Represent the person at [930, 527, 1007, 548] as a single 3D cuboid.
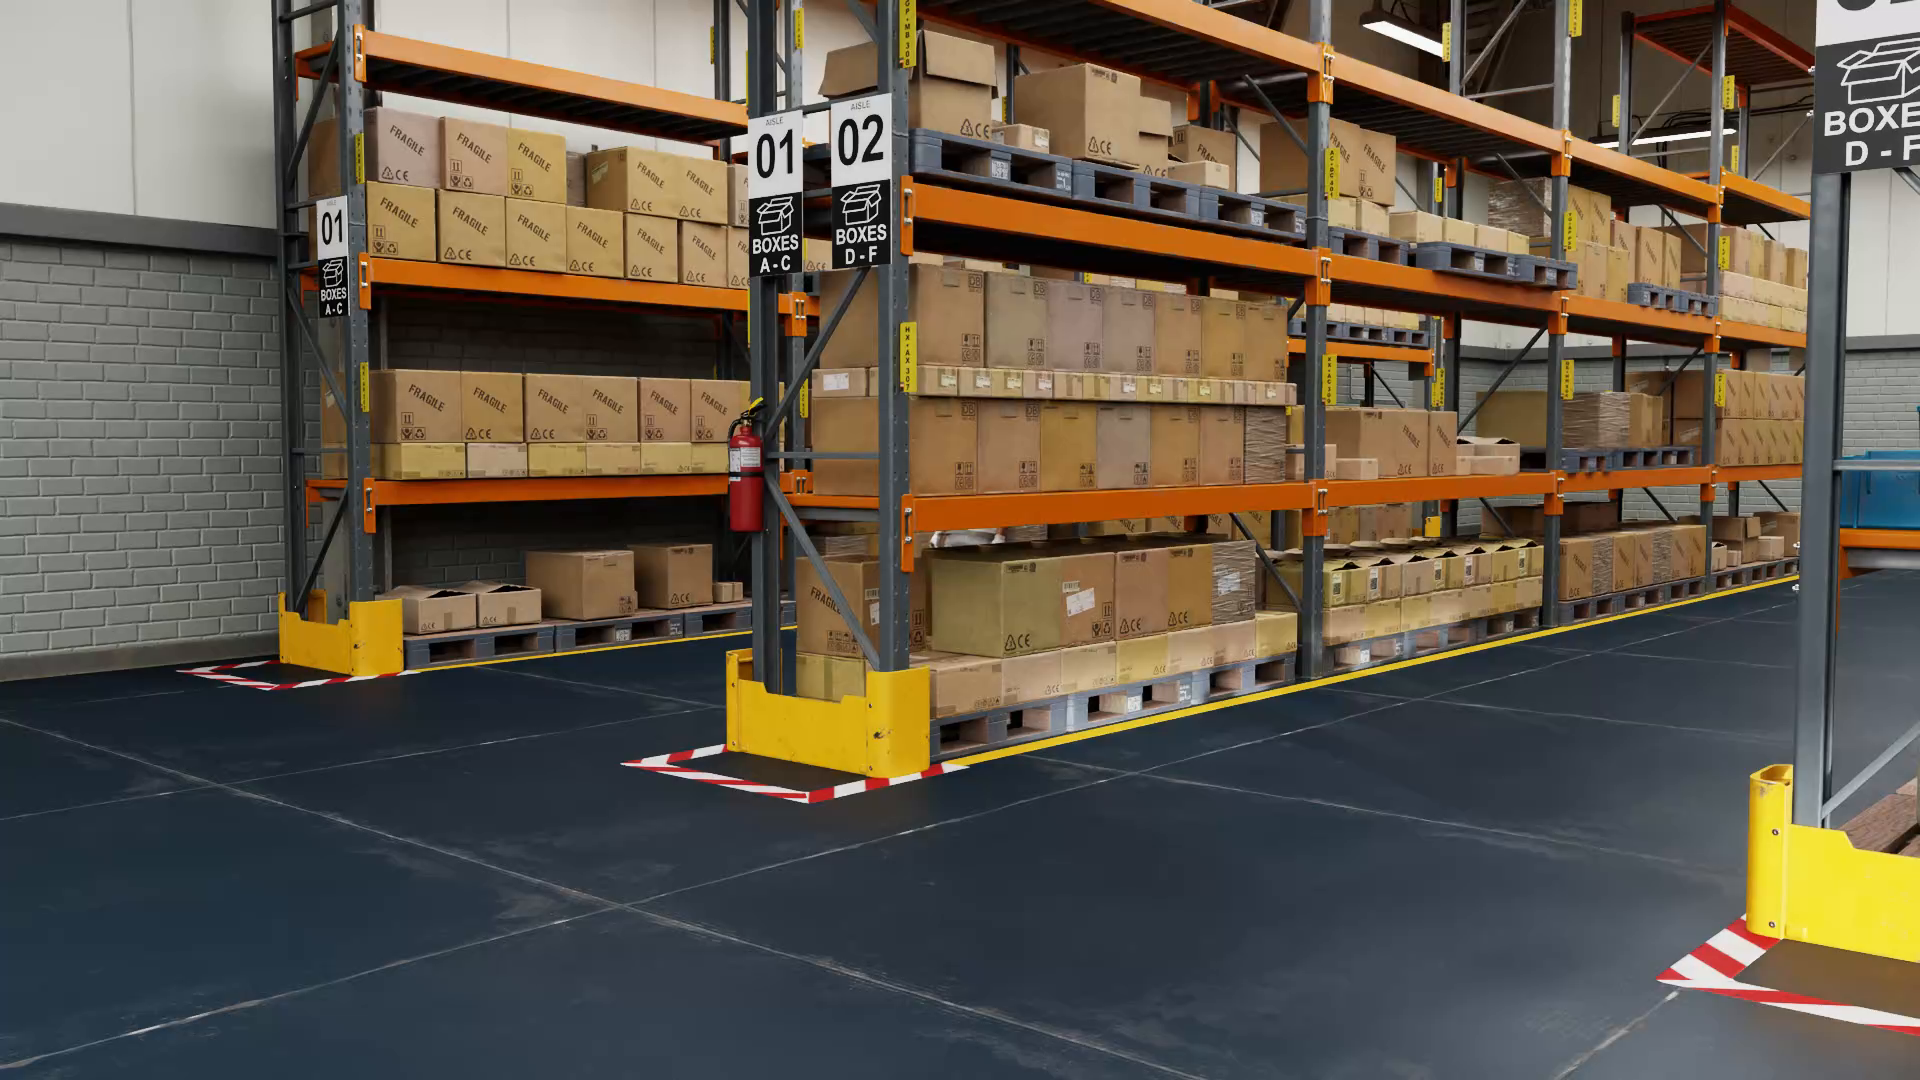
[{"bbox_3d":[0.054,0.008,11.416,0.608,1.778,0.453,3,4,37],"label":"person"}]
